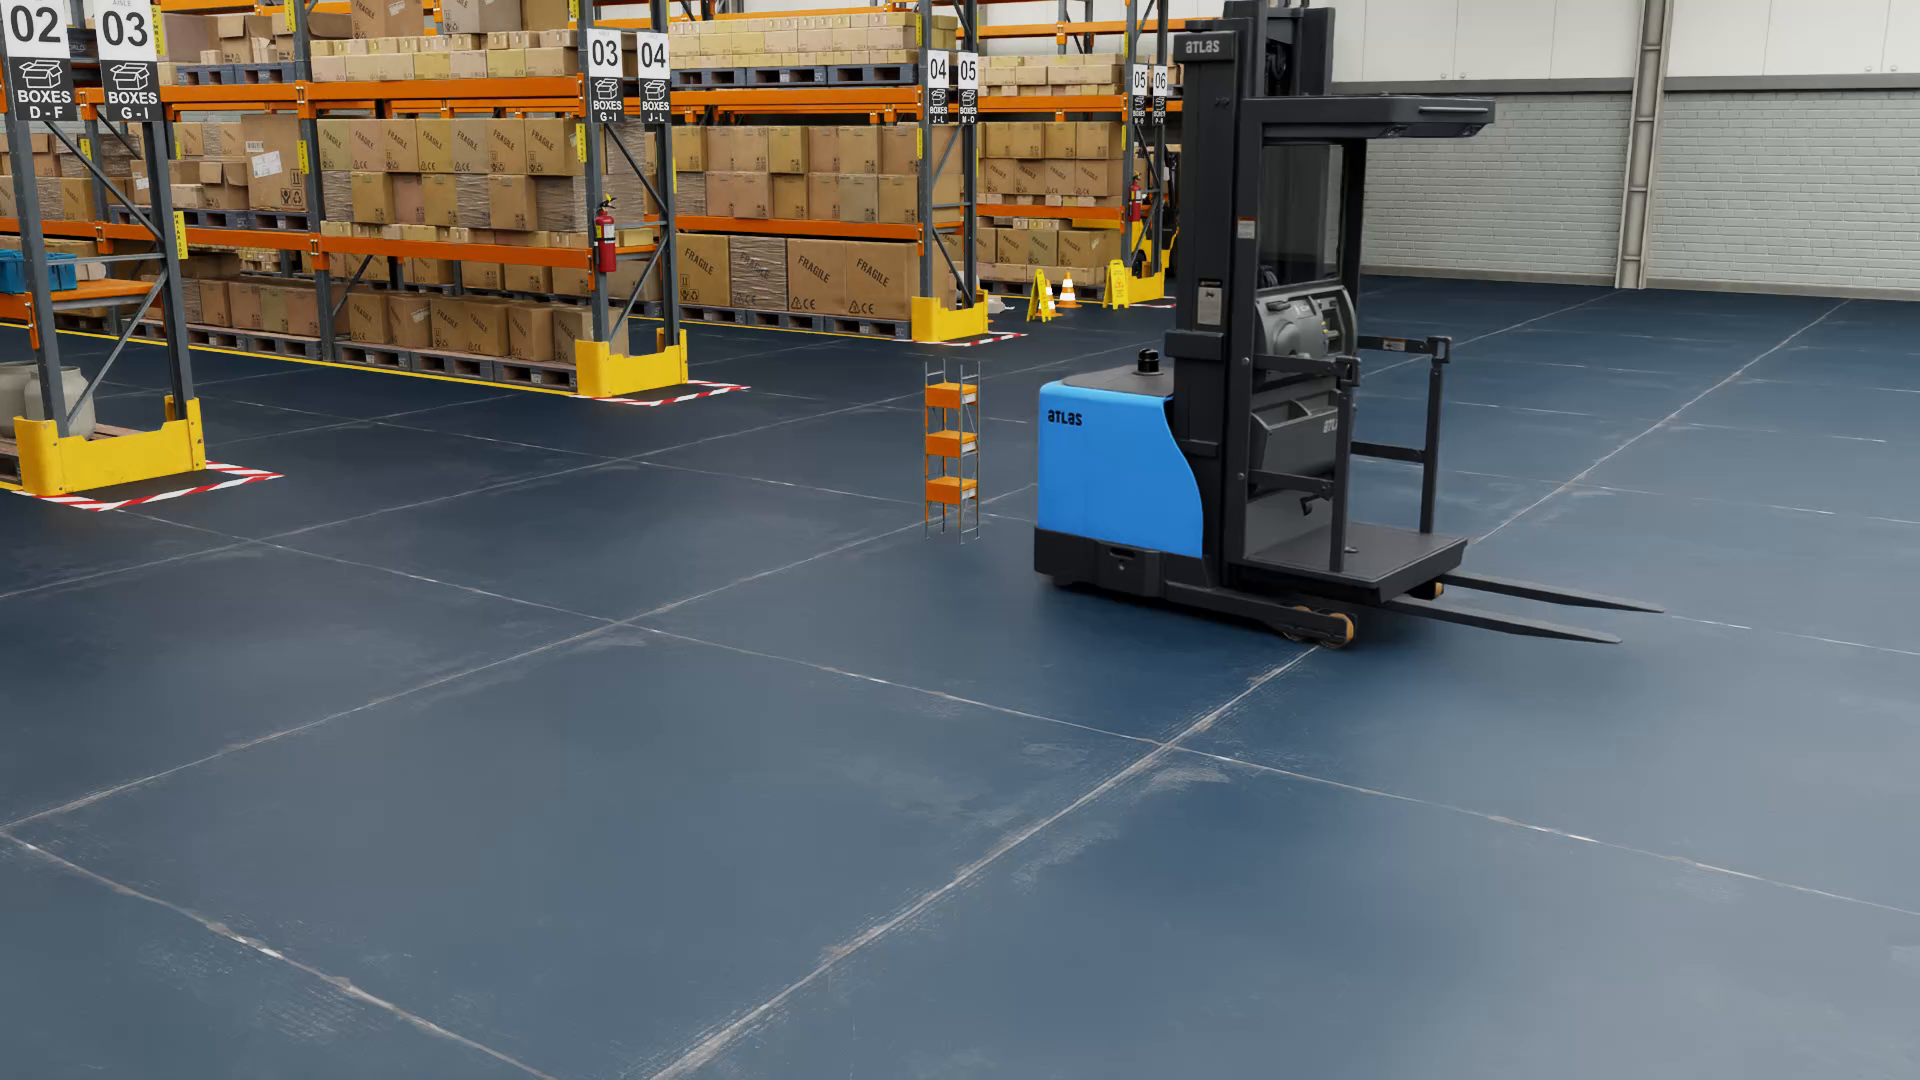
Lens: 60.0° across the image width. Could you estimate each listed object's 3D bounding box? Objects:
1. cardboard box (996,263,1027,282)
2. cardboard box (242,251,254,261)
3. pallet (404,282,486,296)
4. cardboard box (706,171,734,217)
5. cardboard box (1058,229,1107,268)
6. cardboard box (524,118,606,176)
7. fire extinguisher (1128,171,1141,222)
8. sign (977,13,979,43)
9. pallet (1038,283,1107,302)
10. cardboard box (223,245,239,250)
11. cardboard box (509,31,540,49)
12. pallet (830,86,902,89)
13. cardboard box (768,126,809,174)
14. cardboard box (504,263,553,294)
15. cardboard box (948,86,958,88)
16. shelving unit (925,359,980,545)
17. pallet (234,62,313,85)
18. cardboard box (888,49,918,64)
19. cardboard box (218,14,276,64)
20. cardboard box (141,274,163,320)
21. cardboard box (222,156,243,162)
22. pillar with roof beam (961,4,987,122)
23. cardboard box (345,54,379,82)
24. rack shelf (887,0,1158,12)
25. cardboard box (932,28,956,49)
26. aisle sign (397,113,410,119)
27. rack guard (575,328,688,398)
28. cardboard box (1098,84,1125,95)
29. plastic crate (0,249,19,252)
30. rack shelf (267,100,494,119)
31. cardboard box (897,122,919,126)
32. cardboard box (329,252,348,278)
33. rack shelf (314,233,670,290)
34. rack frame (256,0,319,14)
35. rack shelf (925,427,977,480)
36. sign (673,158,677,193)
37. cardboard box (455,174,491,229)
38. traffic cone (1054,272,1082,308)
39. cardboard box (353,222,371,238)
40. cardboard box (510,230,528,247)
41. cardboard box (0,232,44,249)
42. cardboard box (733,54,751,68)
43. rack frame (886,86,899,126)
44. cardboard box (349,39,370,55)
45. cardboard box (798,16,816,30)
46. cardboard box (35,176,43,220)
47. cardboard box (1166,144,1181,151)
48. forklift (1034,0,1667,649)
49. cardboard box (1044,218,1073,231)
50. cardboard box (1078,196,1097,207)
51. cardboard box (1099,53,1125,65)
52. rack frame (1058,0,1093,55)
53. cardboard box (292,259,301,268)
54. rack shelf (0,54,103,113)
[{"bbox_3d":[0.863,-3.905,24.203,0.500,0.250,0.500,8,16,31],"label":"cardboard box"},{"bbox_3d":[-10.992,-4.459,26.034,0.250,0.149,0.380,9,16,31],"label":"cardboard box"},{"bbox_3d":[-7.418,-3.665,24.188,1.213,0.211,1.003,9,17,33],"label":"pallet"},{"bbox_3d":[-2.670,-4.333,20.773,0.550,0.550,0.875,9,17,33],"label":"cardboard box"},{"bbox_3d":[1.736,-4.129,23.550,0.500,0.500,0.500,9,17,33],"label":"cardboard box"},{"bbox_3d":[-3.579,-3.568,15.085,0.500,0.500,0.500,9,17,33],"label":"cardboard box"},{"bbox_3d":[2.384,-4.696,22.712,0.183,0.674,0.296,9,17,33],"label":"fire extinguisher"},{"bbox_3d":[0.182,-5.869,19.063,0.005,0.325,0.100,9,17,33],"label":"sign"},{"bbox_3d":[1.829,-3.613,23.981,1.213,0.211,1.003,9,17,33],"label":"pallet"},{"bbox_3d":[-11.423,-4.681,26.310,0.250,0.149,0.380,8,16,30],"label":"cardboard box"},{"bbox_3d":[-3.828,-4.490,14.958,0.250,0.149,0.380,8,16,30],"label":"cardboard box"},{"bbox_3d":[-1.225,-6.846,25.385,1.003,0.211,1.213,9,17,33],"label":"pallet"},{"bbox_3d":[-1.828,-4.697,19.998,0.500,0.550,0.875,9,17,33],"label":"cardboard box"},{"bbox_3d":[-5.588,-3.809,22.775,0.750,0.750,1.050,9,17,34],"label":"cardboard box"},{"bbox_3d":[-0.012,-6.522,24.207,0.250,0.149,0.380,10,17,34],"label":"cardboard box"},{"bbox_3d":[-0.044,-0.517,9.726,0.252,1.050,0.215,9,17,33],"label":"shelving unit"},{"bbox_3d":[-6.756,-4.870,17.403,1.003,0.211,1.213,9,17,33],"label":"pallet"},{"bbox_3d":[-0.597,-5.404,18.609,0.250,0.149,0.380,9,17,33],"label":"cardboard box"},{"bbox_3d":[-7.420,-5.320,17.742,0.637,0.503,0.797,10,17,35],"label":"cardboard box"},{"bbox_3d":[-9.055,-2.852,19.389,0.500,0.500,0.700,8,16,30],"label":"cardboard box"},{"bbox_3d":[-11.079,-5.721,25.864,0.500,0.500,0.500,9,16,31],"label":"cardboard box"},{"bbox_3d":[-2.142,-8.962,27.301,0.400,9.000,9.100,9,17,33],"label":"pillar with roof beam"},{"bbox_3d":[-5.631,-4.603,16.246,0.500,0.250,0.500,9,17,32],"label":"cardboard box"},{"bbox_3d":[0.887,-7.670,23.585,4.000,0.370,1.077,9,17,33],"label":"rack shelf"},{"bbox_3d":[-0.389,-5.736,19.122,0.500,0.250,0.500,9,17,33],"label":"cardboard box"},{"bbox_3d":[-10.617,-8.320,31.780,0.004,0.787,0.394,9,17,33],"label":"aisle sign"},{"bbox_3d":[-3.047,-1.662,15.495,0.348,0.500,1.175,9,17,33],"label":"rack guard"},{"bbox_3d":[2.094,-6.167,22.774,0.250,0.149,0.380,9,17,33],"label":"cardboard box"},{"bbox_3d":[-6.867,-1.901,11.569,0.408,0.251,0.499,9,17,33],"label":"plastic crate"},{"bbox_3d":[-8.430,-6.288,24.238,4.000,0.370,1.077,9,17,33],"label":"rack shelf"},{"bbox_3d":[-0.529,-5.953,24.722,0.500,0.500,0.700,9,17,32],"label":"cardboard box"},{"bbox_3d":[-9.185,-4.217,24.946,0.500,0.500,0.500,10,17,35],"label":"cardboard box"},{"bbox_3d":[-4.644,-2.784,16.324,4.000,0.370,1.077,9,17,33],"label":"rack shelf"},{"bbox_3d":[-10.090,-8.362,24.874,0.127,3.000,1.000,9,17,33],"label":"rack frame"},{"bbox_3d":[-0.044,-0.507,9.729,0.240,0.259,0.215,9,17,33],"label":"rack shelf"},{"bbox_3d":[-2.682,-3.393,15.487,0.005,0.325,0.100,9,17,33],"label":"sign"},{"bbox_3d":[-4.298,-3.256,15.906,0.500,0.500,0.875,9,17,33],"label":"cardboard box"},{"bbox_3d":[1.470,-3.410,22.635,0.334,0.463,0.336,9,17,33],"label":"traffic cone"},{"bbox_3d":[-5.870,-3.126,16.733,0.250,0.149,0.380,9,17,33],"label":"cardboard box"},{"bbox_3d":[-3.978,-2.834,15.550,0.250,0.149,0.380,9,17,33],"label":"cardboard box"},{"bbox_3d":[-11.657,-3.445,21.046,0.875,0.875,1.225,9,16,31],"label":"cardboard box"},{"bbox_3d":[-2.494,-5.711,19.848,0.250,0.149,0.380,9,16,32],"label":"cardboard box"},{"bbox_3d":[-0.773,-5.377,25.303,0.127,3.000,1.000,9,17,33],"label":"rack frame"},{"bbox_3d":[-5.733,-4.810,16.252,0.250,0.149,0.380,9,17,33],"label":"cardboard box"},{"bbox_3d":[-1.656,-5.962,19.204,0.250,0.149,0.380,9,16,32],"label":"cardboard box"},{"bbox_3d":[-11.013,-4.140,20.097,0.500,0.500,0.500,9,16,31],"label":"cardboard box"},{"bbox_3d":[3.623,-6.549,27.861,0.250,0.149,0.380,9,17,34],"label":"cardboard box"},{"bbox_3d":[1.856,-1.058,7.999,3.031,2.935,1.130,11,18,38],"label":"forklift"},{"bbox_3d":[1.394,-4.480,23.617,0.250,0.149,0.380,10,17,34],"label":"cardboard box"},{"bbox_3d":[1.845,-4.738,23.244,0.250,0.149,0.380,9,16,32],"label":"cardboard box"},{"bbox_3d":[2.101,-6.548,22.655,0.250,0.149,0.380,9,17,33],"label":"cardboard box"},{"bbox_3d":[1.995,-9.280,28.582,0.127,3.000,1.000,9,17,33],"label":"rack frame"},{"bbox_3d":[-10.433,-4.418,26.488,0.250,0.149,0.380,10,17,34],"label":"cardboard box"},{"bbox_3d":[-7.408,-3.252,11.974,4.000,0.370,1.077,9,17,33],"label":"rack shelf"}]
